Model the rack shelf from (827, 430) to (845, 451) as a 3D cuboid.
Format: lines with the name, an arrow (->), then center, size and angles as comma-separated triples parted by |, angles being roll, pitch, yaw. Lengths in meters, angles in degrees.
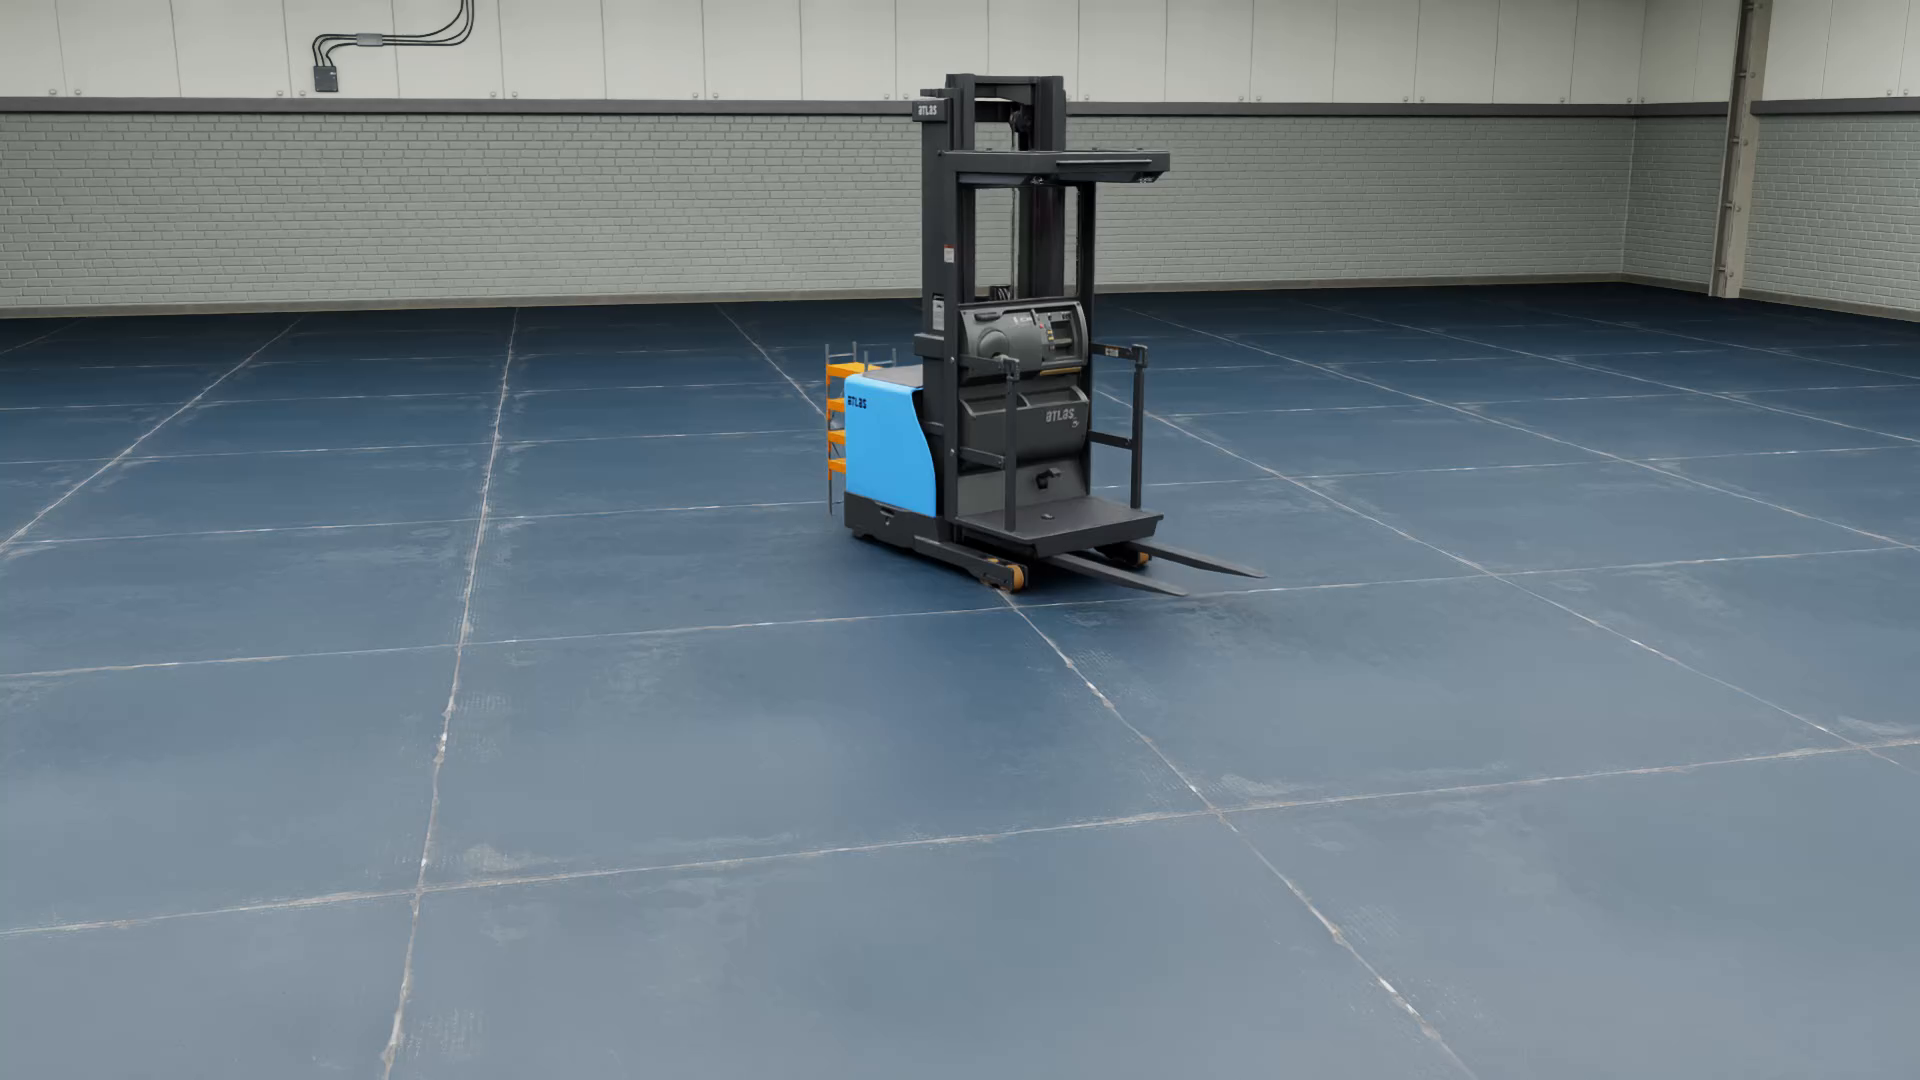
rack shelf -> -0.673, -0.657, 11.373 | 0.258, 0.148, 0.480 | -10, 17, -35

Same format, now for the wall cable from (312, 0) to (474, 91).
wall cable -> -8.279, -9.530, 23.807 | 2.305, 6.003, 0.169 | -3, 14, -13

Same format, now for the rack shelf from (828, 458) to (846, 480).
rack shelf -> -0.673, -0.464, 11.420 | 0.258, 0.148, 0.480 | -10, 17, -35

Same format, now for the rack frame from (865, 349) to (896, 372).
rack frame -> -0.528, -0.676, 11.166 | 0.240, 1.200, 0.015 | -10, 17, -35

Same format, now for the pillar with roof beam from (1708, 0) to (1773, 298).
pillar with roof beam -> 8.330, -8.115, 25.181 | 9.100, 9.000, 0.400 | -3, 14, -13

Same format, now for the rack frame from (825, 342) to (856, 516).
rack frame -> -0.818, -0.769, 11.548 | 0.240, 1.200, 0.015 | -10, 17, -35

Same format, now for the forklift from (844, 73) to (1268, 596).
forklift -> 0.524, -1.248, 9.861 | 1.130, 2.935, 3.031 | -10, 17, -36

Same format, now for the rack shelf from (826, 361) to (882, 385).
rack shelf -> -0.673, -1.104, 11.264 | 0.258, 0.148, 0.480 | -10, 17, -35

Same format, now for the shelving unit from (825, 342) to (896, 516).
shelving unit -> -0.673, -0.723, 11.357 | 0.258, 1.200, 0.503 | -10, 17, -35

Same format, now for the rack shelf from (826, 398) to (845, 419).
rack shelf -> -0.673, -0.875, 11.320 | 0.258, 0.148, 0.480 | -10, 17, -35
